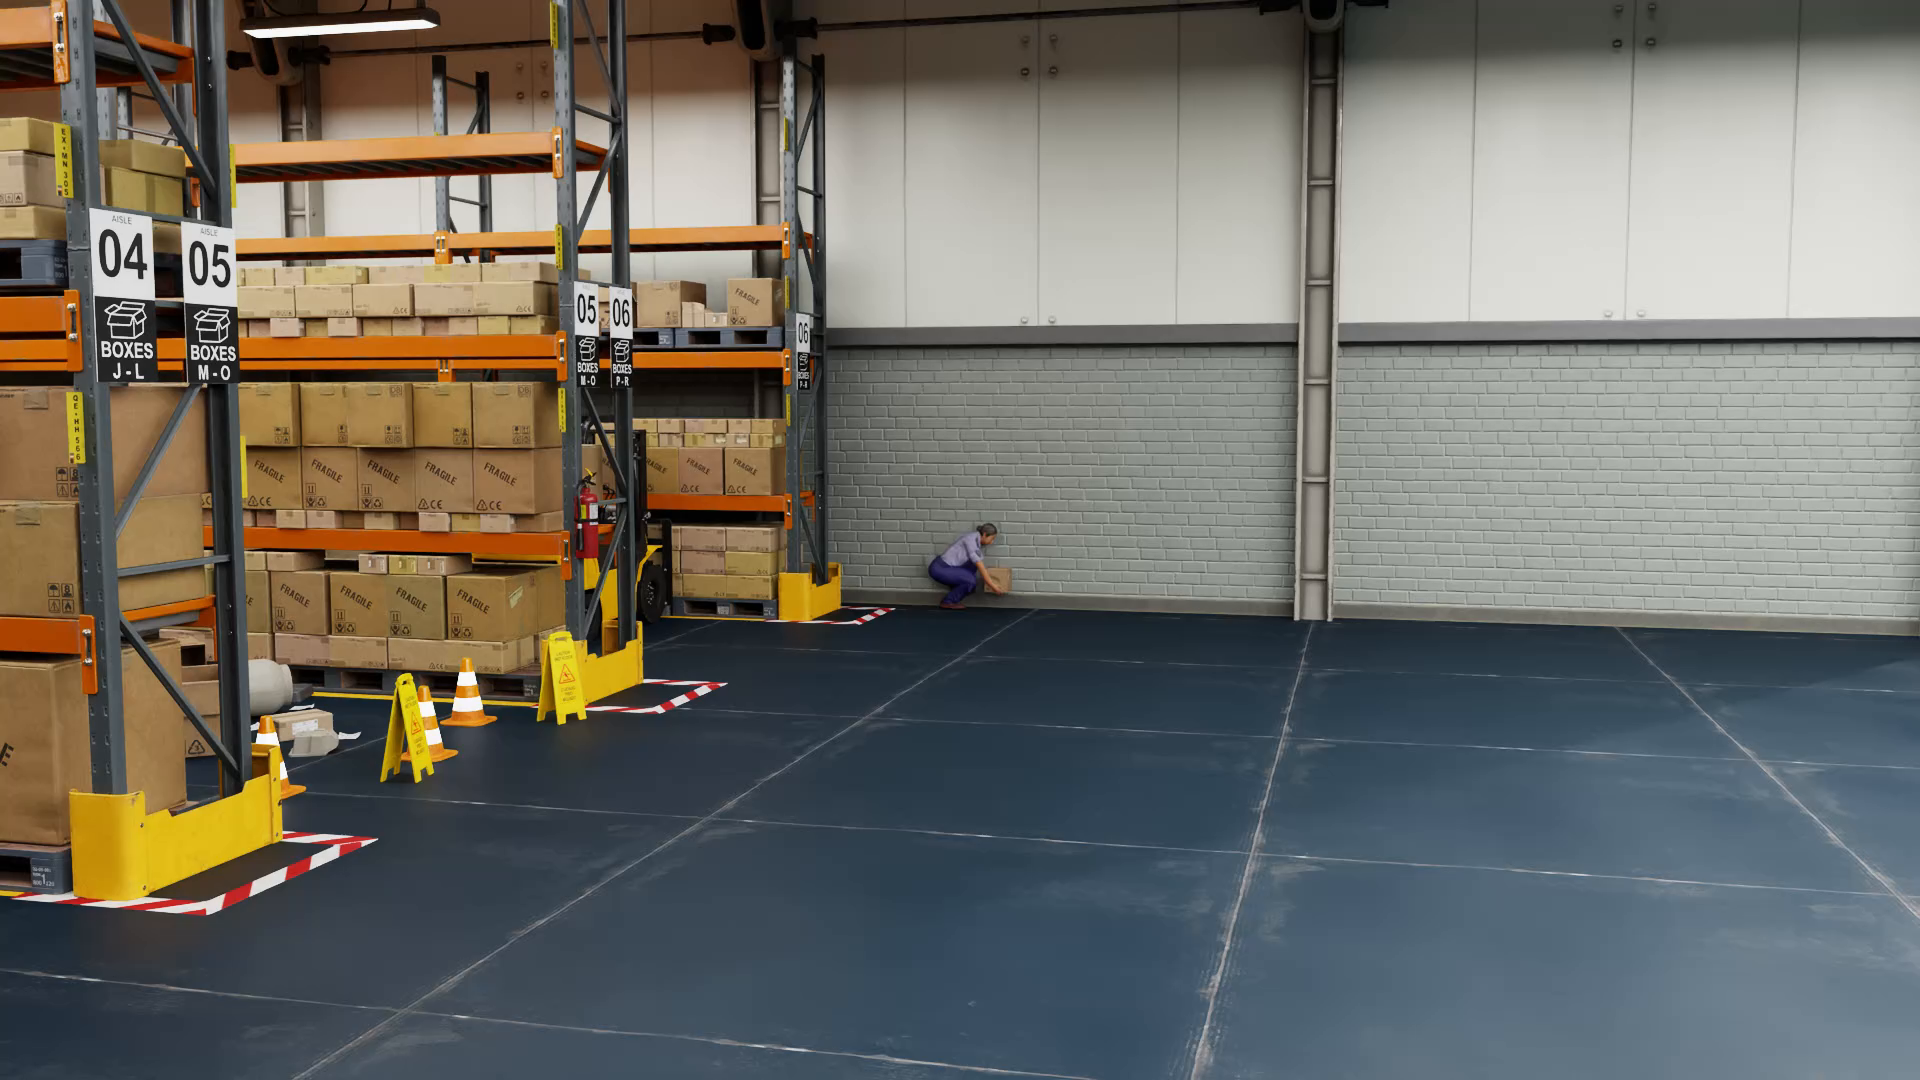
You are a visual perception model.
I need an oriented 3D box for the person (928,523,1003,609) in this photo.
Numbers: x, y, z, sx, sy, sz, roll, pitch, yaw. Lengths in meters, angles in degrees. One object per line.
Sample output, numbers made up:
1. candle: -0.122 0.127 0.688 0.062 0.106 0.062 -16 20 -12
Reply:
1. person: 0.086 0.286 18.438 0.850 0.951 0.527 1 5 14
